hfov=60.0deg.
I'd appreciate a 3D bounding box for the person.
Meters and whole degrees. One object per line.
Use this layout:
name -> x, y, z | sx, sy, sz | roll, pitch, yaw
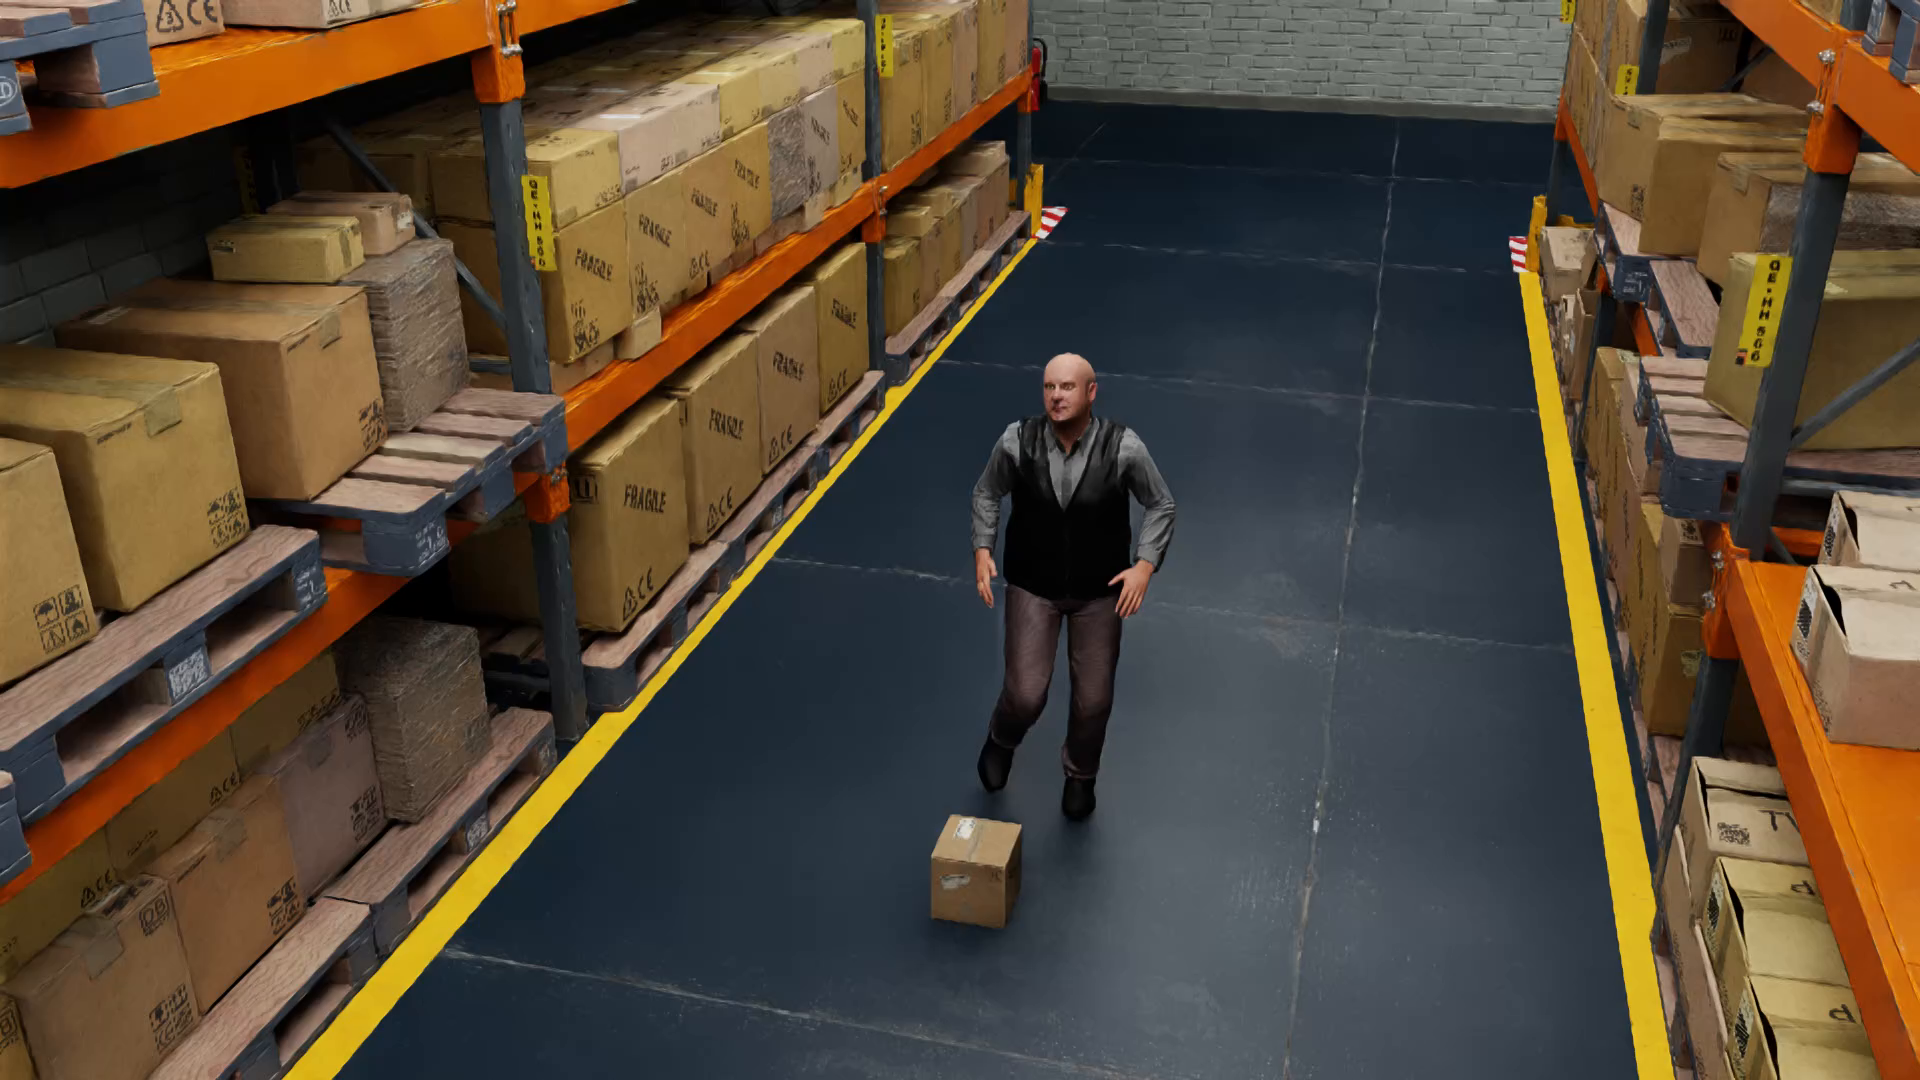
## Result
person -> 0.389, 0.220, 5.797 | 0.702, 1.624, 0.507 | 0, 25, 1
